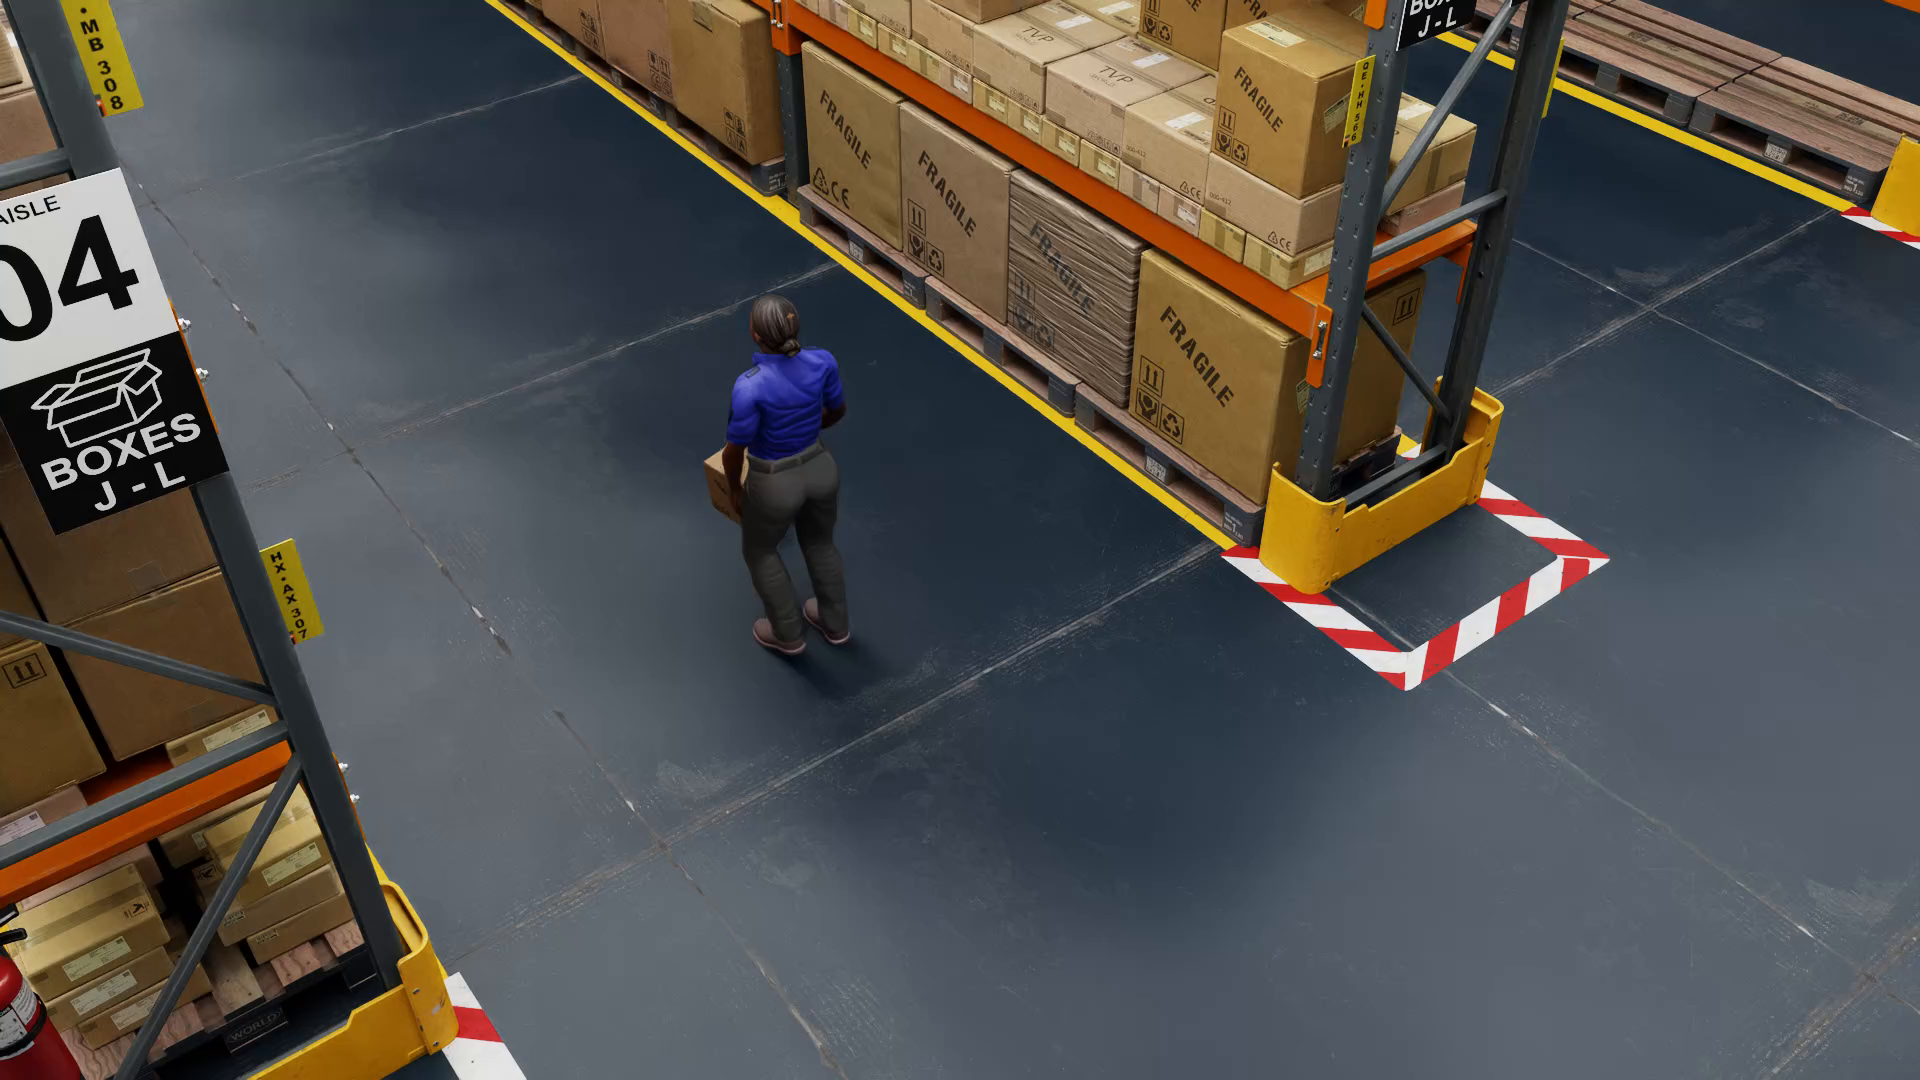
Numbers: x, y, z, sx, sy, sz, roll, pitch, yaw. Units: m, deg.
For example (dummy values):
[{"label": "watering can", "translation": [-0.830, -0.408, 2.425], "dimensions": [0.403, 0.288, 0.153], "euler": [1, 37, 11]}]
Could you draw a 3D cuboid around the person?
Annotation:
[{"label": "person", "translation": [-0.695, -0.250, 6.461], "dimensions": [0.543, 1.651, 0.420], "euler": [-25, 47, -26]}]
